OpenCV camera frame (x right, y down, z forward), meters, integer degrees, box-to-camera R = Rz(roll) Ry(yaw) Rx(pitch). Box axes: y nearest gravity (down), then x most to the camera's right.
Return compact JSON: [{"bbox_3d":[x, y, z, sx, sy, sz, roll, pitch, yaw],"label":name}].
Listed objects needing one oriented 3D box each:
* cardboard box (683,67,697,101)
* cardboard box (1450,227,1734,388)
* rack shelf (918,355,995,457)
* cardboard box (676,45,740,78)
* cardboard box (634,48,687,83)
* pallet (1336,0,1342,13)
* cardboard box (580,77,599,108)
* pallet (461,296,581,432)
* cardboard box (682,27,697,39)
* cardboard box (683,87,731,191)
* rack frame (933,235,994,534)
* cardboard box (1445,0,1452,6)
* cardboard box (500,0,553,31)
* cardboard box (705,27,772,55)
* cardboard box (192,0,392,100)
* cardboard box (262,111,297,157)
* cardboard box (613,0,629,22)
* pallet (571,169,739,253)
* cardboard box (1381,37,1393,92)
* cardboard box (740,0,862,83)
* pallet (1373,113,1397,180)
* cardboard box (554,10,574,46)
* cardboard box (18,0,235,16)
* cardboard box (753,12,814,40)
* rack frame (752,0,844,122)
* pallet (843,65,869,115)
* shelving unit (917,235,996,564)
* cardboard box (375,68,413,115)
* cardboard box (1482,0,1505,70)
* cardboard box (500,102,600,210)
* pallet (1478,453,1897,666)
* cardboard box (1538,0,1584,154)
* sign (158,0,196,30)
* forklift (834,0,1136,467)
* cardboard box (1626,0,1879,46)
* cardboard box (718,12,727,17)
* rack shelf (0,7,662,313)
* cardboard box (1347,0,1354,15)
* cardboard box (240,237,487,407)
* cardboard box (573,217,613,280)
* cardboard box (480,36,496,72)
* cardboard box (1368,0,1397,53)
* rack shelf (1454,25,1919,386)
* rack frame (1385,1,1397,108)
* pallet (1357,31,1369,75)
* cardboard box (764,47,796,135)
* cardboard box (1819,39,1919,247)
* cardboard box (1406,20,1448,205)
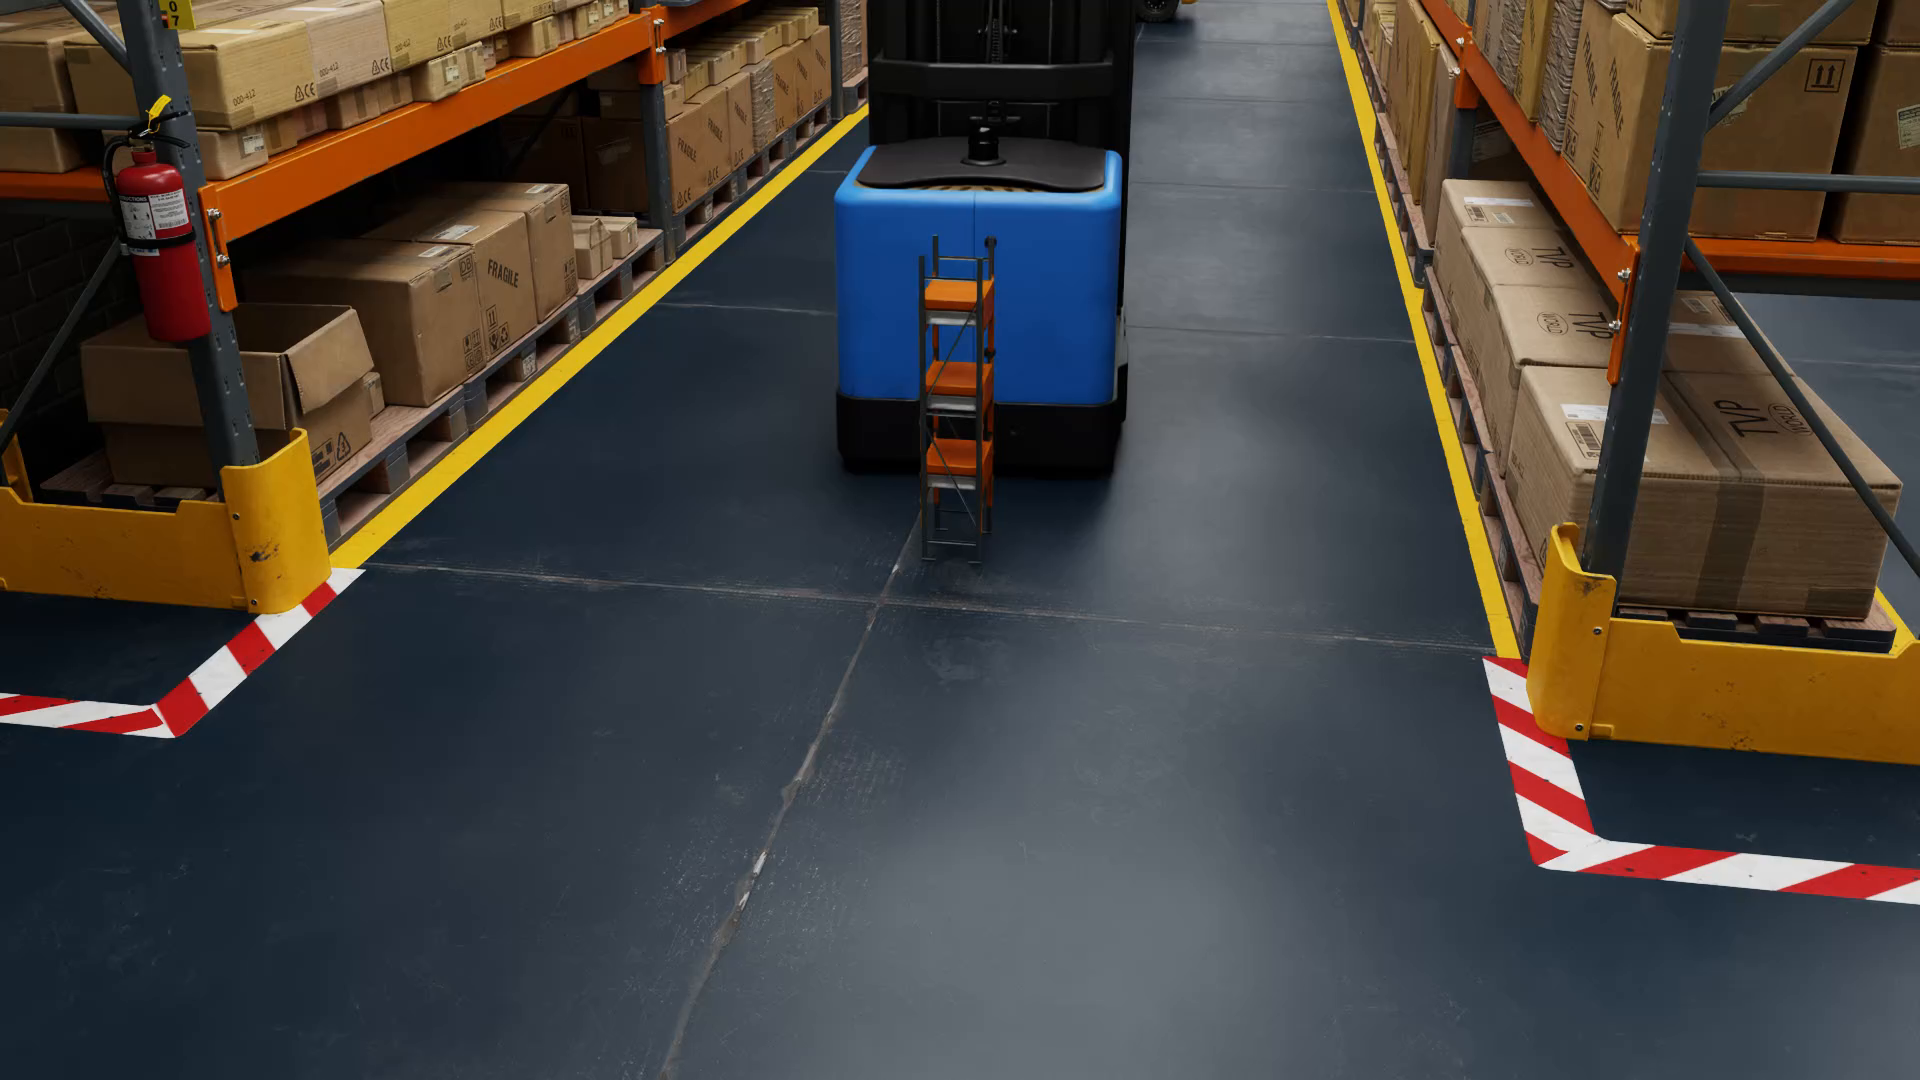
[{"bbox_3d":[-1.712,-2.585,9.423,0.380,0.149,0.250,3,25,6],"label":"cardboard box"},{"bbox_3d":[2.510,-0.930,6.726,0.875,0.438,0.875,3,25,7],"label":"cardboard box"},{"bbox_3d":[-0.009,-0.444,5.484,0.215,0.259,0.240,4,25,9],"label":"rack shelf"},{"bbox_3d":[-1.561,-2.906,10.109,0.380,0.149,0.250,5,26,10],"label":"cardboard box"},{"bbox_3d":[-1.717,-2.602,9.109,0.380,0.149,0.250,3,25,6],"label":"cardboard box"},{"bbox_3d":[4.645,-5.917,18.141,1.003,0.211,1.213,4,25,9],"label":"pallet"},{"bbox_3d":[-2.220,-2.509,9.259,0.380,0.149,0.250,4,25,9],"label":"cardboard box"},{"bbox_3d":[-2.343,-0.810,7.233,1.003,0.211,1.213,4,25,9],"label":"pallet"},{"bbox_3d":[-1.935,-3.262,10.869,0.380,0.149,0.250,3,25,7],"label":"cardboard box"},{"bbox_3d":[-1.655,-2.340,9.665,0.500,0.500,0.500,4,25,8],"label":"cardboard box"},{"bbox_3d":[0.011,-0.504,5.589,0.200,1.050,0.008,4,25,9],"label":"rack frame"},{"bbox_3d":[2.773,-2.880,8.542,0.500,0.250,0.500,4,25,8],"label":"cardboard box"},{"bbox_3d":[-2.038,-2.291,6.932,0.500,0.250,0.500,4,25,8],"label":"cardboard box"},{"bbox_3d":[-1.439,-3.238,10.817,0.380,0.149,0.250,4,25,8],"label":"cardboard box"},{"bbox_3d":[-2.265,-1.648,5.559,0.500,0.250,0.500,4,25,9],"label":"cardboard box"},{"bbox_3d":[-2.367,-1.314,5.314,0.380,0.149,0.250,5,25,10],"label":"cardboard box"},{"bbox_3d":[-1.836,-2.608,8.079,0.380,0.149,0.250,4,25,9],"label":"cardboard box"},{"bbox_3d":[-1.938,-1.952,9.672,1.003,0.211,1.213,4,25,9],"label":"pallet"},{"bbox_3d":[3.620,-3.439,12.162,0.950,0.372,0.625,2,25,5],"label":"cardboard box"},{"bbox_3d":[-1.264,-3.920,12.892,0.875,0.625,0.625,5,26,10],"label":"cardboard box"},{"bbox_3d":[3.315,-2.615,11.089,1.003,0.211,1.213,4,25,9],"label":"pallet"},{"bbox_3d":[-1.946,-2.279,7.377,0.380,0.149,0.250,5,25,10],"label":"cardboard box"},{"bbox_3d":[-2.788,-1.693,5.654,0.500,0.250,0.500,4,25,9],"label":"cardboard box"},{"bbox_3d":[-1.224,-3.557,11.498,0.380,0.149,0.250,3,25,6],"label":"cardboard box"},{"bbox_3d":[-1.380,-4.545,11.922,1.000,3.000,0.127,4,25,9],"label":"rack frame"},{"bbox_3d":[-1.206,-3.624,13.243,1.003,0.211,1.213,4,25,9],"label":"pallet"},{"bbox_3d":[-0.009,-0.453,5.480,0.215,1.050,0.252,4,25,9],"label":"shelving unit"},{"bbox_3d":[-2.218,-1.639,6.009,0.380,0.149,0.250,4,25,9],"label":"cardboard box"},{"bbox_3d":[2.443,-2.187,6.766,0.500,0.500,0.500,4,25,9],"label":"cardboard box"},{"bbox_3d":[-2.245,-2.156,9.271,0.500,0.500,0.500,4,25,8],"label":"cardboard box"},{"bbox_3d":[2.264,0.066,5.360,1.003,0.211,1.213,4,25,9],"label":"pallet"},{"bbox_3d":[2.200,-1.547,5.399,0.500,0.500,0.500,5,26,10],"label":"cardboard box"},{"bbox_3d":[-2.152,-1.554,4.510,0.100,0.325,0.005,4,25,9],"label":"sign"},{"bbox_3d":[0.189,-2.189,6.970,1.130,2.935,3.031,2,25,5],"label":"forklift"},{"bbox_3d":[2.054,-1.573,4.275,0.500,0.500,0.500,5,26,10],"label":"cardboard box"},{"bbox_3d":[-1.842,-3.591,11.572,0.380,0.149,0.250,5,26,10],"label":"cardboard box"},{"bbox_3d":[-2.360,-1.710,6.714,1.077,0.370,4.000,4,25,9],"label":"rack shelf"},{"bbox_3d":[4.080,-5.310,16.304,0.500,0.250,0.500,3,25,7],"label":"cardboard box"},{"bbox_3d":[-2.315,-0.862,6.505,0.700,0.500,0.500,5,26,11],"label":"cardboard box"},{"bbox_3d":[-1.893,-1.422,7.978,0.396,0.266,0.258,5,26,10],"label":"cardboard box"},{"bbox_3d":[-2.106,-1.964,6.703,0.380,0.149,0.250,4,25,8],"label":"cardboard box"},{"bbox_3d":[3.974,-4.355,14.121,0.950,0.372,0.625,6,26,12],"label":"cardboard box"},{"bbox_3d":[2.537,-1.368,5.982,1.077,0.370,4.000,4,25,9],"label":"rack shelf"},{"bbox_3d":[3.518,-4.203,11.191,1.000,3.000,0.127,4,25,9],"label":"rack frame"},{"bbox_3d":[4.046,-4.287,14.660,1.003,0.211,1.213,4,25,9],"label":"pallet"},{"bbox_3d":[-1.412,-2.984,11.040,0.500,0.500,0.500,5,26,11],"label":"cardboard box"},{"bbox_3d":[2.572,-1.083,4.408,0.500,0.500,0.500,4,25,8],"label":"cardboard box"},{"bbox_3d":[3.027,-2.401,9.352,0.875,0.875,0.875,5,26,10],"label":"cardboard box"}]
